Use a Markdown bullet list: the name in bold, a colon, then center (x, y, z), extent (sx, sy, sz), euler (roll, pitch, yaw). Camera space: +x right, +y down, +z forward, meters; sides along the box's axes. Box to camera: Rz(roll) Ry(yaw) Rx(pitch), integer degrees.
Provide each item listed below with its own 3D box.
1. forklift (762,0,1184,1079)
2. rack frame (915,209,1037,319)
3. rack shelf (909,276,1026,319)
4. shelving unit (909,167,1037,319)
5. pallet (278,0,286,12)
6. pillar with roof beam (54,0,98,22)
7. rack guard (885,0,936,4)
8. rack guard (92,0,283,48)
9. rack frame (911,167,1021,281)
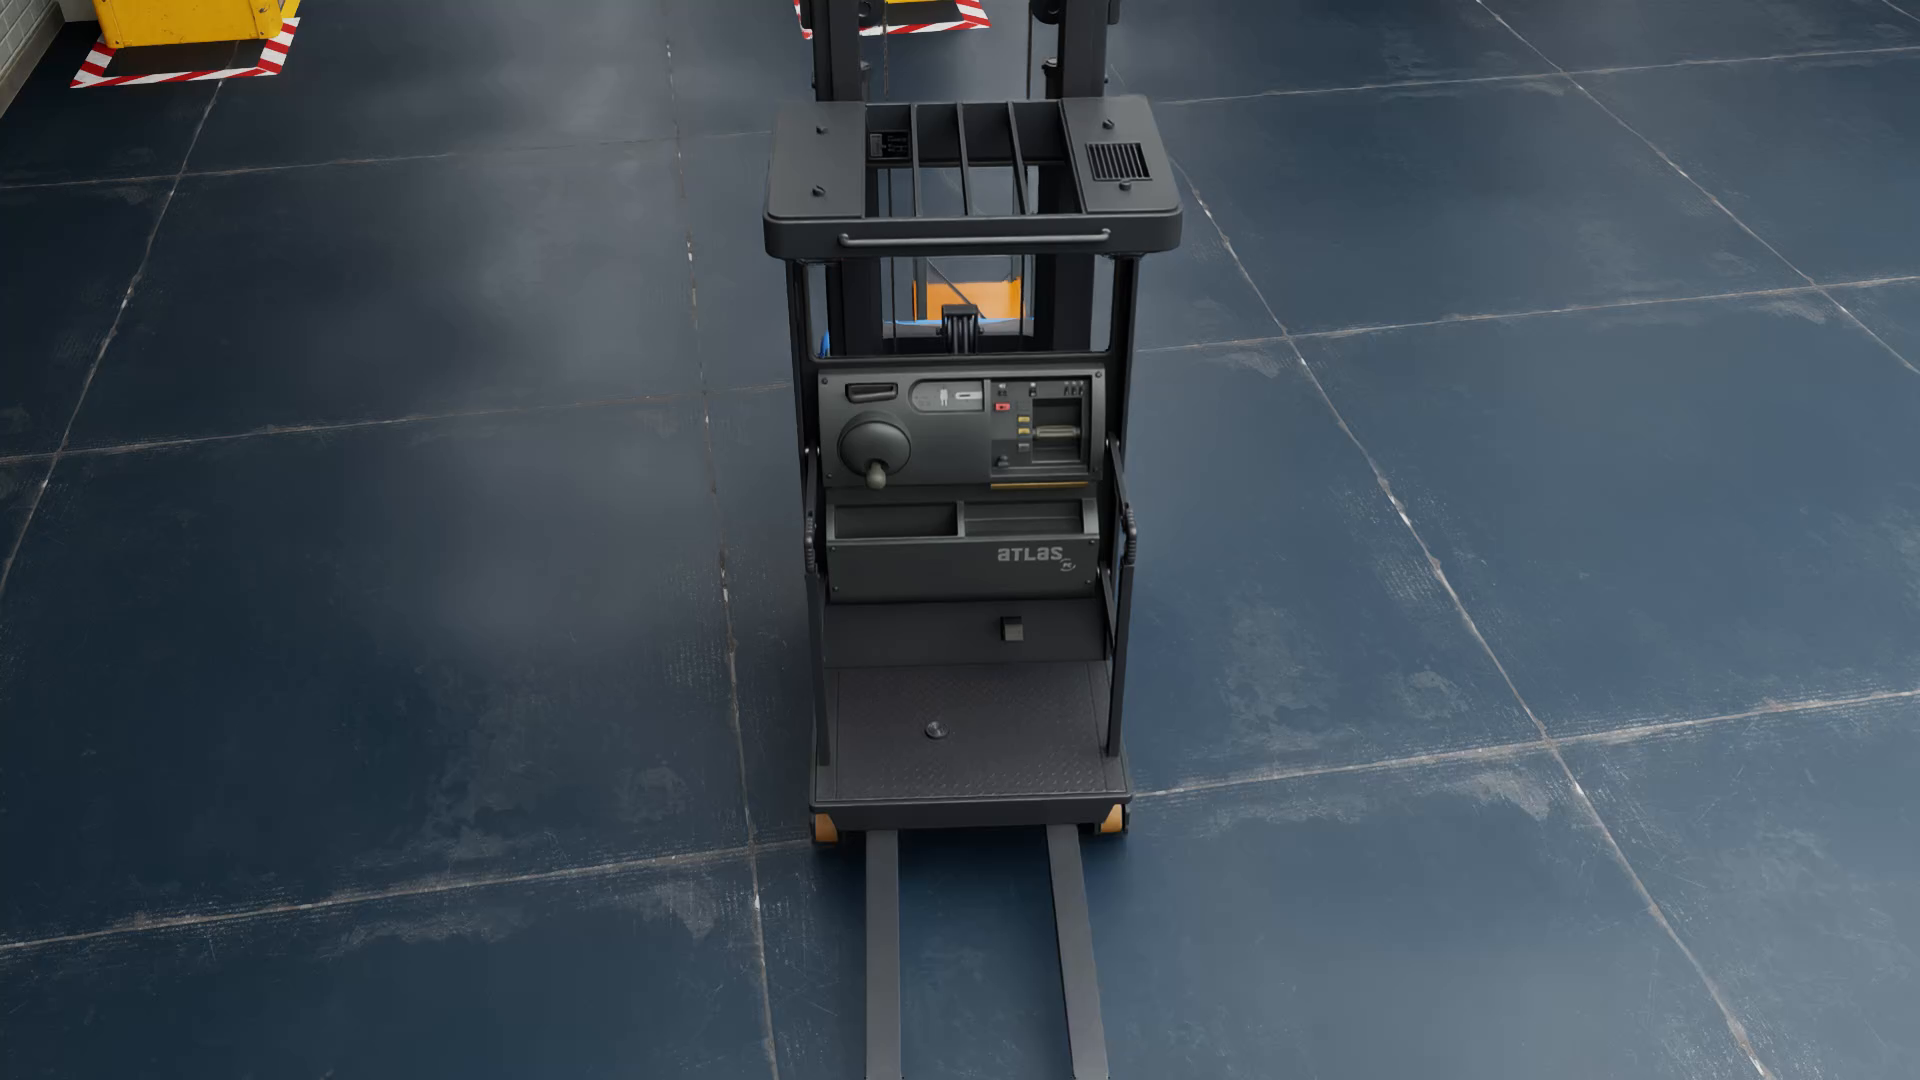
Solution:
- **forklift**: center (0.019, -0.295, 5.241), extent (1.130, 2.935, 3.031), euler (-2, 38, -2)
- **rack frame**: center (0.075, -0.680, 6.903), extent (0.500, 1.500, 0.032), euler (-2, 38, -2)
- **rack shelf**: center (0.053, -0.850, 7.414), extent (0.538, 0.185, 1.000), euler (-2, 38, -2)
- **shelving unit**: center (0.053, -0.997, 7.311), extent (0.587, 1.500, 1.083), euler (-2, 38, -2)
- **pallet**: center (-5.579, -4.198, 12.482), extent (1.003, 0.211, 1.213), euler (-6, 38, -8)
- **pillar with roof beam**: center (-2.194, -7.921, 10.111), extent (9.100, 9.000, 0.400), euler (-6, 38, -8)
- **rack guard**: center (-0.578, -4.292, 12.368), extent (1.175, 0.500, 0.348), euler (-6, 38, -8)
- **rack guard**: center (-5.472, -3.818, 11.757), extent (1.175, 0.500, 0.348), euler (-6, 38, -8)
- **rack frame**: center (0.031, -1.303, 7.705), extent (0.500, 1.500, 0.032), euler (-2, 38, -2)
